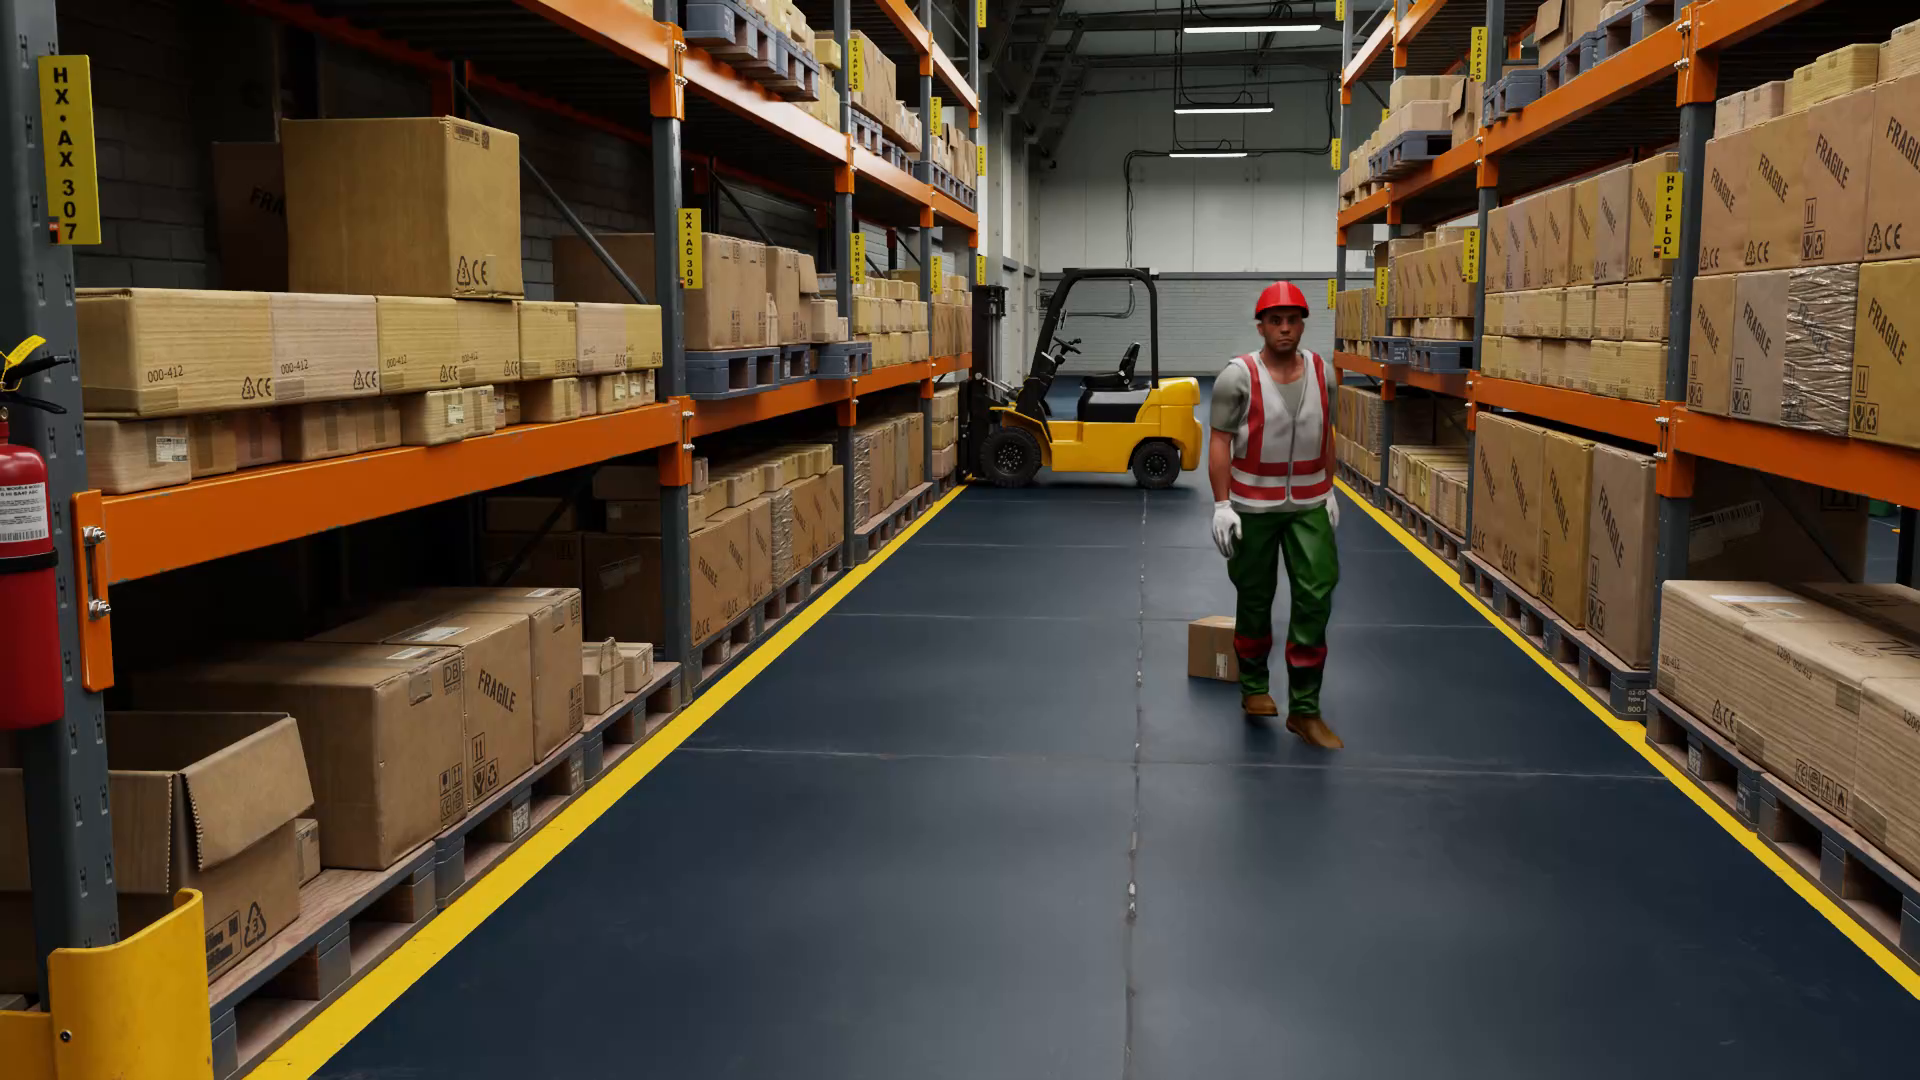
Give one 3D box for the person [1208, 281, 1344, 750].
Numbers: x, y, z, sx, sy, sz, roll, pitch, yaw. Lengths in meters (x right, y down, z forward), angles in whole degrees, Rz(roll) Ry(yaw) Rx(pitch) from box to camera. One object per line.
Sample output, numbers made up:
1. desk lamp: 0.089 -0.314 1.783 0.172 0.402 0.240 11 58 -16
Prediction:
1. person: 1.252 -0.102 6.581 0.579 1.822 0.622 -1 8 -4
